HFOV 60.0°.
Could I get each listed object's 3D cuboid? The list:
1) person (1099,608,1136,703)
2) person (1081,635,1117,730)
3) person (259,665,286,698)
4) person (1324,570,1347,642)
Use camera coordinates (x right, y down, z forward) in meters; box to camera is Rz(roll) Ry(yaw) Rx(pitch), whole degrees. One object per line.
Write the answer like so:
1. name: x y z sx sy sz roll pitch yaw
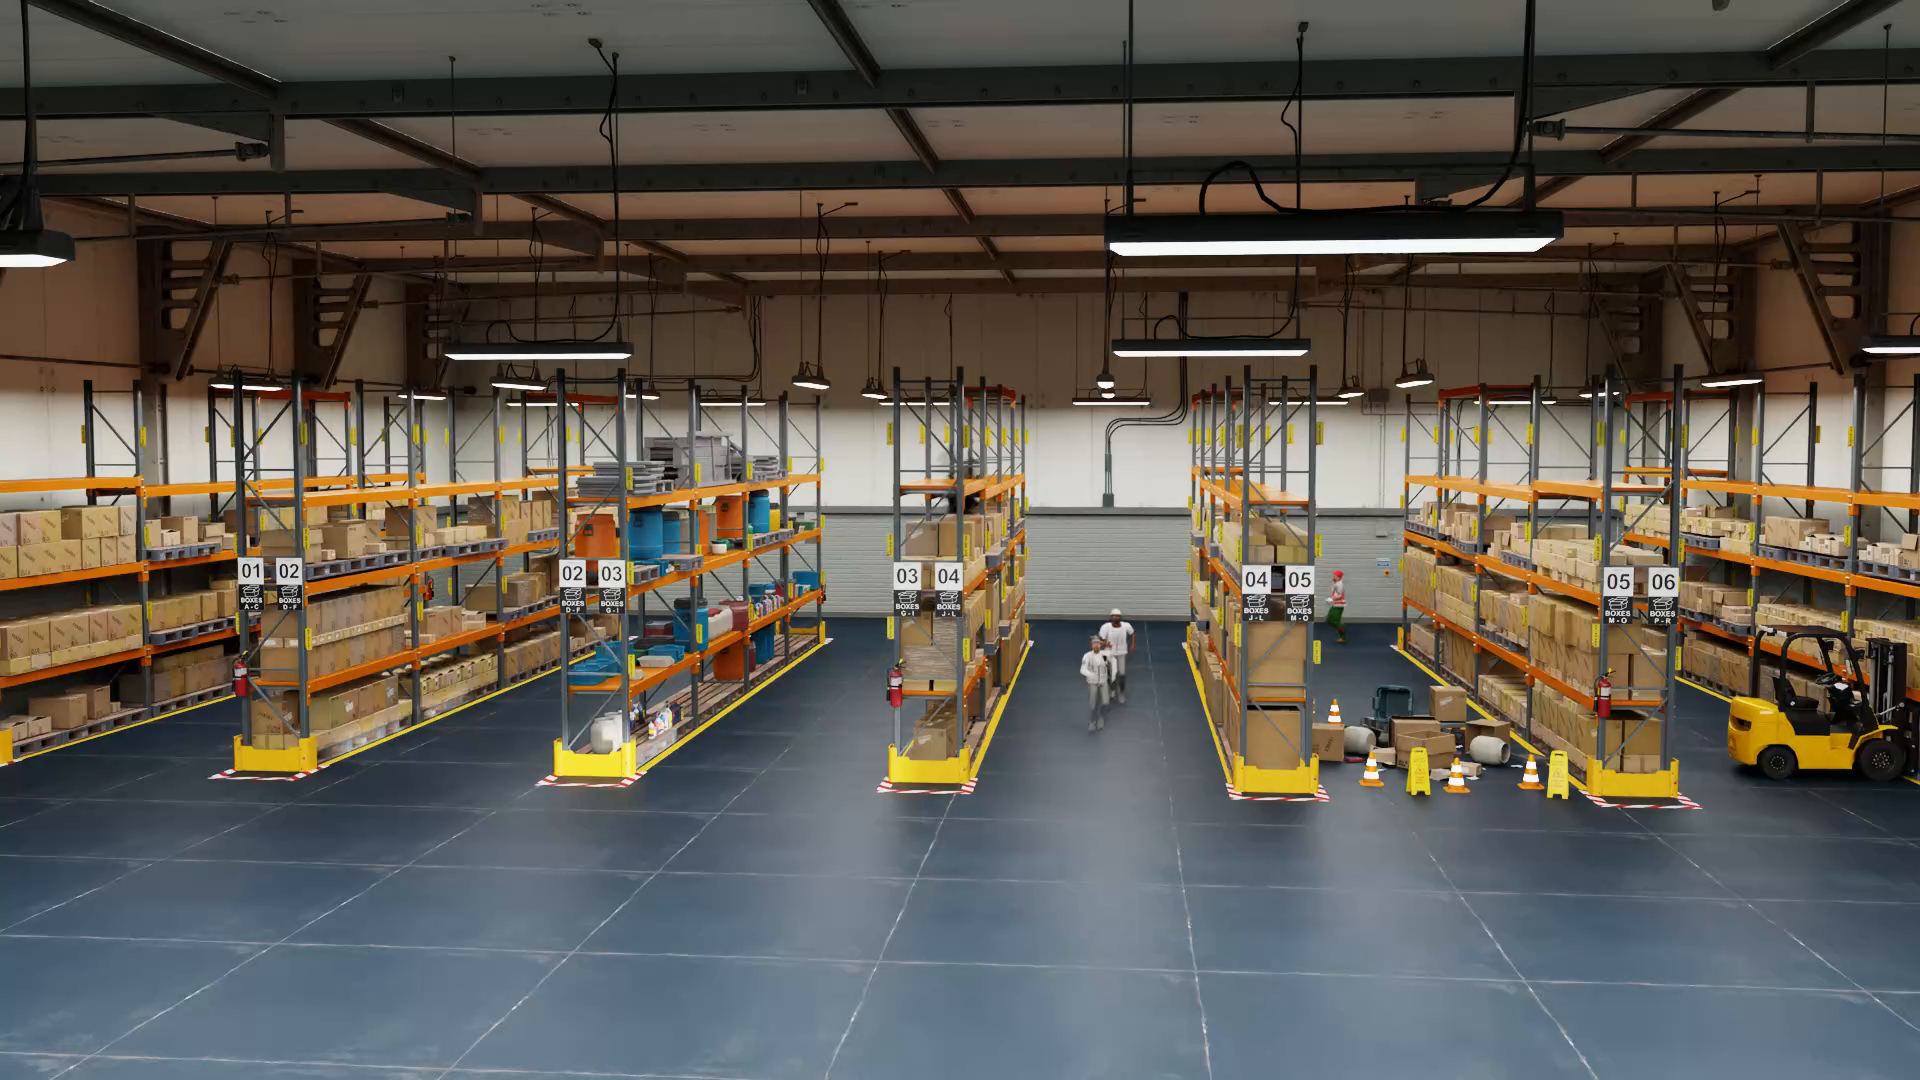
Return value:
1. person: 2.960 2.195 31.342 0.721 1.821 0.729 0 4 2
2. person: 2.346 2.418 28.052 0.636 1.651 0.757 0 4 -1
3. person: -11.905 2.356 28.930 0.638 1.680 0.586 0 4 3
4. person: 9.138 1.608 40.454 0.576 1.749 0.663 0 4 5
